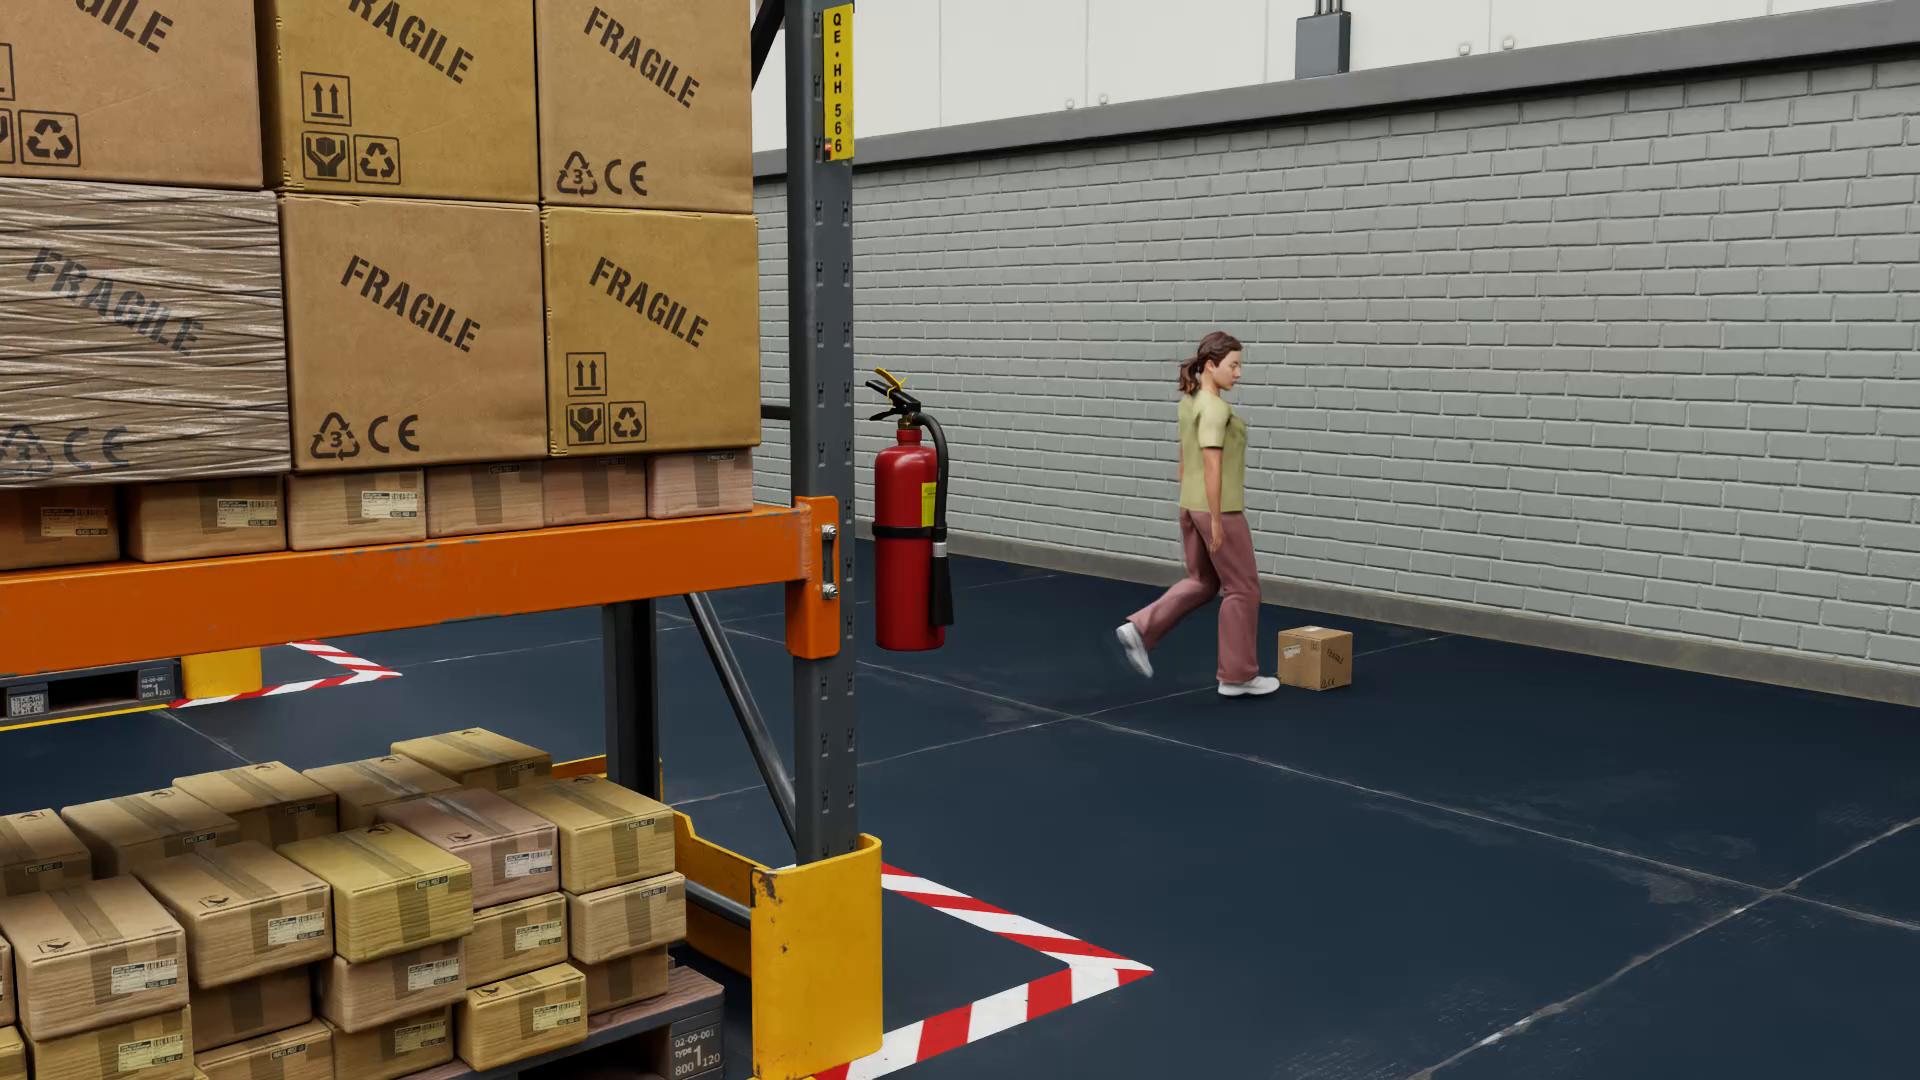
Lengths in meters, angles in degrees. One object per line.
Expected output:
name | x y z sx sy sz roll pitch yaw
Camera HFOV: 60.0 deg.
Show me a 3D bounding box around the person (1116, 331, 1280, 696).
person | 1.109 -0.113 7.570 0.750 1.661 0.466 -2 8 -15
